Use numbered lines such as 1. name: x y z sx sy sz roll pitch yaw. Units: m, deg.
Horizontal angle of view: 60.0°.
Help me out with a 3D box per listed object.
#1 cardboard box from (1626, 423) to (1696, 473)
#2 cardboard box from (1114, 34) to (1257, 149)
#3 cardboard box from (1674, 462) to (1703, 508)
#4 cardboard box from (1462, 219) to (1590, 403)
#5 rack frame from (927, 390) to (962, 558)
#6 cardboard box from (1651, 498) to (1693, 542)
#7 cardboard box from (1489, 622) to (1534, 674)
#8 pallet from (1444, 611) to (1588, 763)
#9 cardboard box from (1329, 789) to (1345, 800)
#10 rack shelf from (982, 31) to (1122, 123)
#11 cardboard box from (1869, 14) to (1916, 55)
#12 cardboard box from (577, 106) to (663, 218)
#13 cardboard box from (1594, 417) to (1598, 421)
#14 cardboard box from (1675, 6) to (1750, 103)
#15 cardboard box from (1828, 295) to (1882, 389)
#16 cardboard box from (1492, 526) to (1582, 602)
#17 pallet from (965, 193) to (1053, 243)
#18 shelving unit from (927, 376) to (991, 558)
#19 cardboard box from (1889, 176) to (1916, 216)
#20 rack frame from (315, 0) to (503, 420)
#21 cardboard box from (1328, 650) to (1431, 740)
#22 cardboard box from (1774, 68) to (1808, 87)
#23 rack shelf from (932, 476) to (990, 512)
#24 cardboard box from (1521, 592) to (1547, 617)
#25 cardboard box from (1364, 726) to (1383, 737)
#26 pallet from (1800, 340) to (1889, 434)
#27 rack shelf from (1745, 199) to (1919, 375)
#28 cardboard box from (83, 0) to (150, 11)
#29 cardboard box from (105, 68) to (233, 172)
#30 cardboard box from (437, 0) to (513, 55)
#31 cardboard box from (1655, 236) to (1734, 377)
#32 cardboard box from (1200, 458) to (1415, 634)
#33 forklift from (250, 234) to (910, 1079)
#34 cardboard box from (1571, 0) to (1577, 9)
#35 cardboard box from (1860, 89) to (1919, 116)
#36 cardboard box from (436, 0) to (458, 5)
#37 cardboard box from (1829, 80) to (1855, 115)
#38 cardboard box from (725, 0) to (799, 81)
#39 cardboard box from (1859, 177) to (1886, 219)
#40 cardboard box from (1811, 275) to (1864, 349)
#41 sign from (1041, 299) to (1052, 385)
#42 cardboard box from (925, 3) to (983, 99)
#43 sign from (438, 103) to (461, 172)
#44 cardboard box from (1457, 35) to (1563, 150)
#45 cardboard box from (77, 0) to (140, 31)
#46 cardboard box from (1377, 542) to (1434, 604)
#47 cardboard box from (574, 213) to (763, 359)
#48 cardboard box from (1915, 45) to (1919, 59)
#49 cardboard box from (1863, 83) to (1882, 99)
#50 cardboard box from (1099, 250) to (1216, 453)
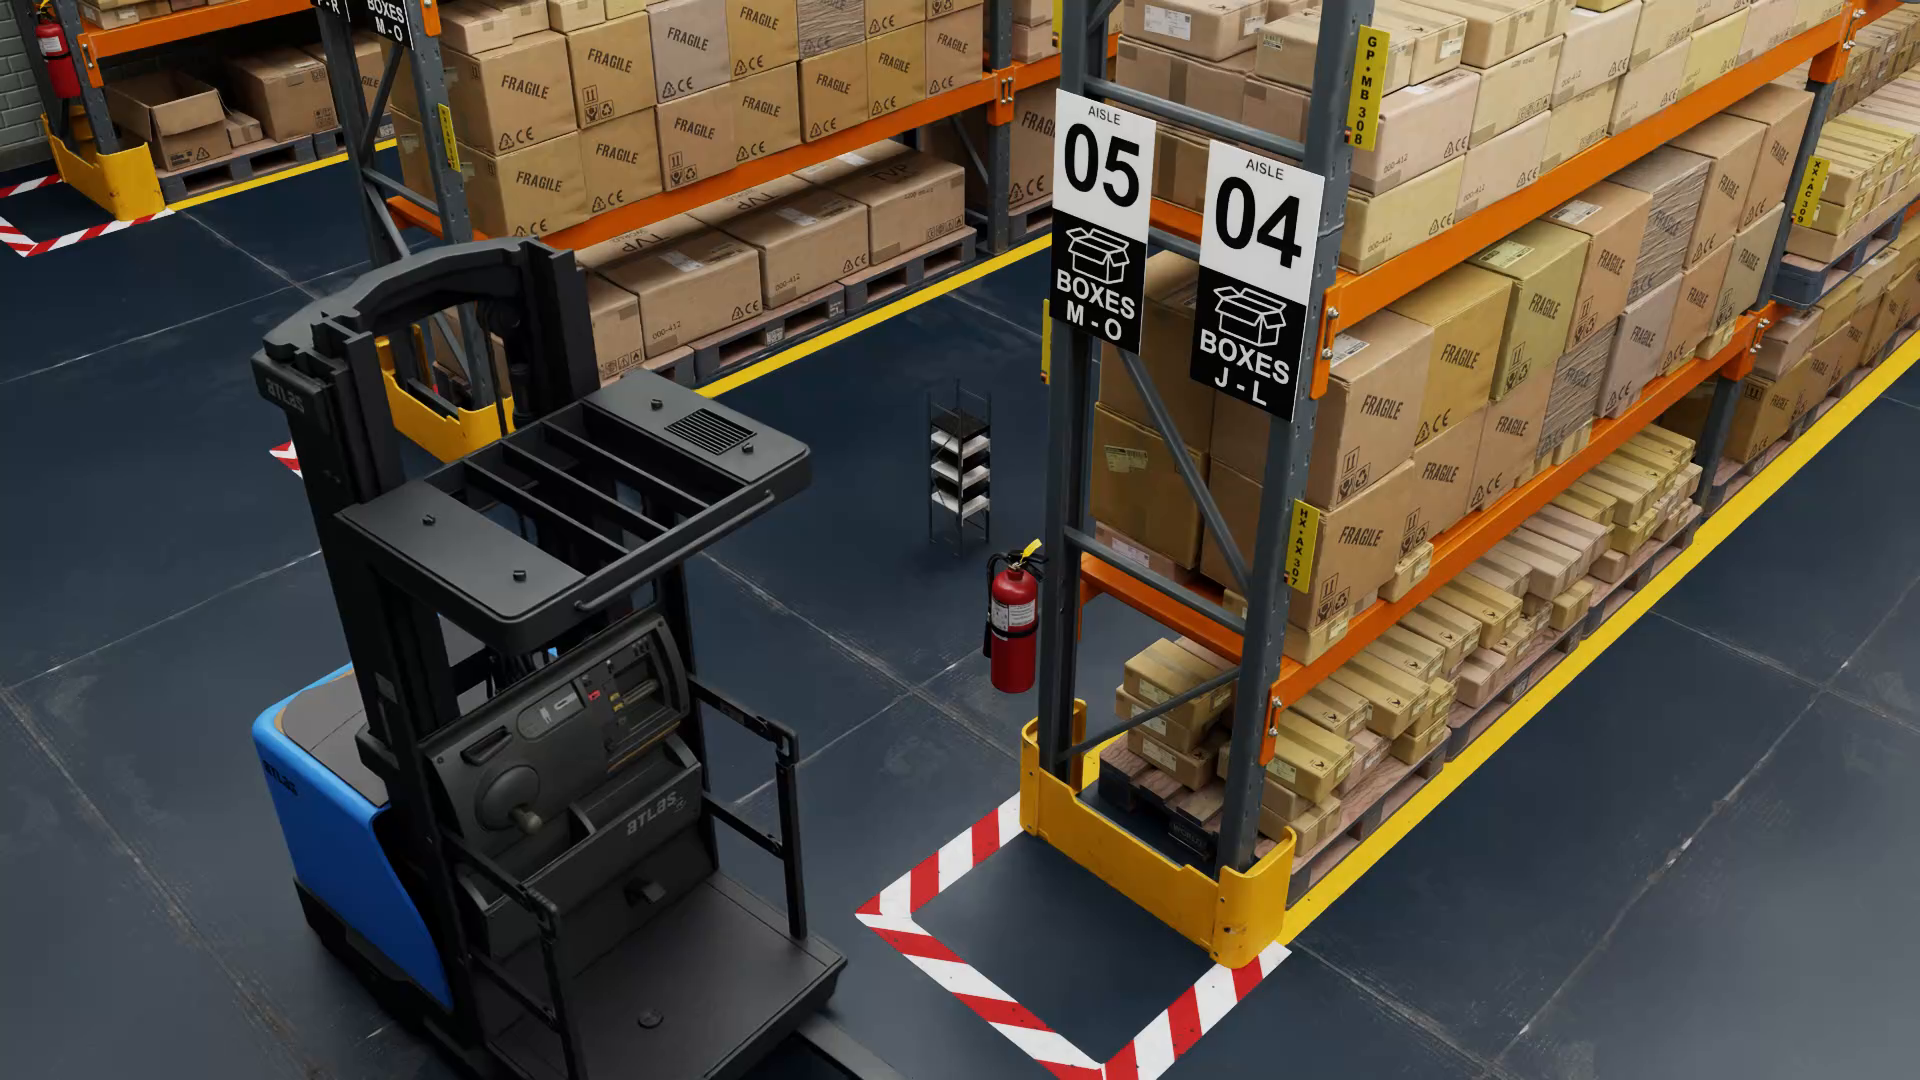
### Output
1. cardboard box: 3.458 -0.464 8.389 0.250 0.149 0.380 -29 44 -34
2. cardboard box: 0.850 -1.506 5.350 0.500 0.250 0.500 28 44 34
3. cardboard box: 3.528 -0.335 8.464 0.250 0.149 0.380 -29 44 -35
4. cardboard box: 1.944 -0.901 6.188 0.500 0.500 0.500 28 44 34
5. rack frame: -0.077 -0.325 8.419 0.240 0.900 0.006 30 45 35
6. cardboard box: 3.489 -0.173 8.491 0.250 0.149 0.380 -29 44 -35
7. cardboard box: 2.382 0.437 7.616 0.380 0.149 0.250 30 45 35
8. pallet: 2.216 0.462 7.894 1.003 0.211 1.213 30 45 35
9. cardboard box: 1.428 0.932 6.908 0.380 0.149 0.250 29 44 35
10. rack shelf: 1.349 -3.937 12.393 1.077 0.370 4.000 30 45 35
11. cardboard box: 5.329 -2.979 9.722 0.380 0.149 0.250 28 43 34
12. cardboard box: -2.000 -2.133 9.090 0.500 0.500 0.500 29 44 35
13. cardboard box: 2.567 -0.621 7.229 0.380 0.149 0.250 29 44 35
14. cardboard box: 2.652 -1.923 6.384 0.500 0.250 0.500 29 44 35
15. cardboard box: 4.964 -1.240 9.714 0.500 0.500 0.500 -29 44 -35
16. cardboard box: 2.591 0.095 7.587 0.380 0.149 0.250 28 44 34
17. pallet: 0.430 -2.620 12.313 1.003 0.211 1.213 30 45 35
18. shelving unit: -0.006 -0.366 8.479 0.258 0.900 0.210 30 45 35
19. cardboard box: 4.676 -1.826 8.590 0.250 0.149 0.380 -29 44 -35
20. rack frame: -2.878 -1.797 8.695 1.000 3.000 0.127 30 45 35
21. cardboard box: 1.693 0.624 6.829 0.380 0.149 0.250 29 44 35
22. cardboard box: 4.401 -2.440 8.949 0.380 0.149 0.250 28 44 34
23. rack shelf: -0.006 -0.265 8.549 0.258 0.077 0.200 30 45 35
24. cardboard box: 2.555 0.170 7.740 0.380 0.149 0.250 27 43 33
25. cardboard box: 1.600 0.700 6.980 0.250 0.149 0.380 -29 44 -35
26. pallet: 4.931 -1.137 10.186 1.003 0.211 1.213 30 45 35
27. rack shelf: 4.933 -1.983 9.591 1.077 0.370 4.000 30 45 35
28. cardboard box: -5.892 -3.932 11.627 0.500 0.250 0.500 -30 45 -35
29. cardboard box: -5.905 -3.154 12.456 0.797 0.503 0.637 28 43 34
30. cardboard box: -2.432 -2.546 8.241 0.250 0.149 0.380 -29 44 -35
31. cardboard box: 3.017 -1.109 7.361 0.500 0.500 0.500 28 44 34
32. cardboard box: 1.218 -0.077 5.881 0.500 0.500 0.500 -28 43 -34
33. forklift: -1.108 0.648 5.250 3.031 2.935 1.130 26 42 32
34. cardboard box: 1.809 -1.842 5.483 0.250 0.149 0.380 -29 44 -34
35. cardboard box: 4.860 -2.177 8.573 0.380 0.149 0.250 29 44 35
36. cardboard box: -2.767 -2.740 8.519 0.250 0.149 0.380 -29 44 -35
37. cardboard box: 4.766 -2.532 9.341 0.250 0.149 0.380 -28 44 -34
38. cardboard box: -1.271 -2.955 9.395 0.500 0.500 0.500 -30 45 -35
39. cardboard box: 4.309 -1.738 8.203 0.380 0.149 0.250 29 44 34
40. cardboard box: 4.606 -1.332 9.190 0.500 0.250 0.500 -29 44 -34
41. sign: 0.326 -0.679 5.804 0.100 0.325 0.005 30 45 35
42. cardboard box: -0.205 -3.170 10.577 0.500 0.500 0.500 -29 44 -35
43. sign: -2.489 -1.958 8.100 0.100 0.325 0.005 30 45 35
44. cardboard box: 1.567 -1.502 5.344 0.500 0.250 0.500 29 44 35
45. cardboard box: -5.977 -3.715 11.666 0.380 0.149 0.250 29 44 35
46. cardboard box: 1.544 0.053 6.262 0.380 0.149 0.250 28 44 34
47. cardboard box: -1.845 -1.601 10.287 0.875 0.438 0.875 -29 44 -34
48. cardboard box: 5.670 -3.055 10.092 0.250 0.149 0.380 -28 43 -34
49. cardboard box: 5.130 -2.621 9.730 0.250 0.149 0.380 -28 44 -34
50. cardboard box: 0.852 -0.702 5.903 0.500 0.500 0.500 29 44 34
